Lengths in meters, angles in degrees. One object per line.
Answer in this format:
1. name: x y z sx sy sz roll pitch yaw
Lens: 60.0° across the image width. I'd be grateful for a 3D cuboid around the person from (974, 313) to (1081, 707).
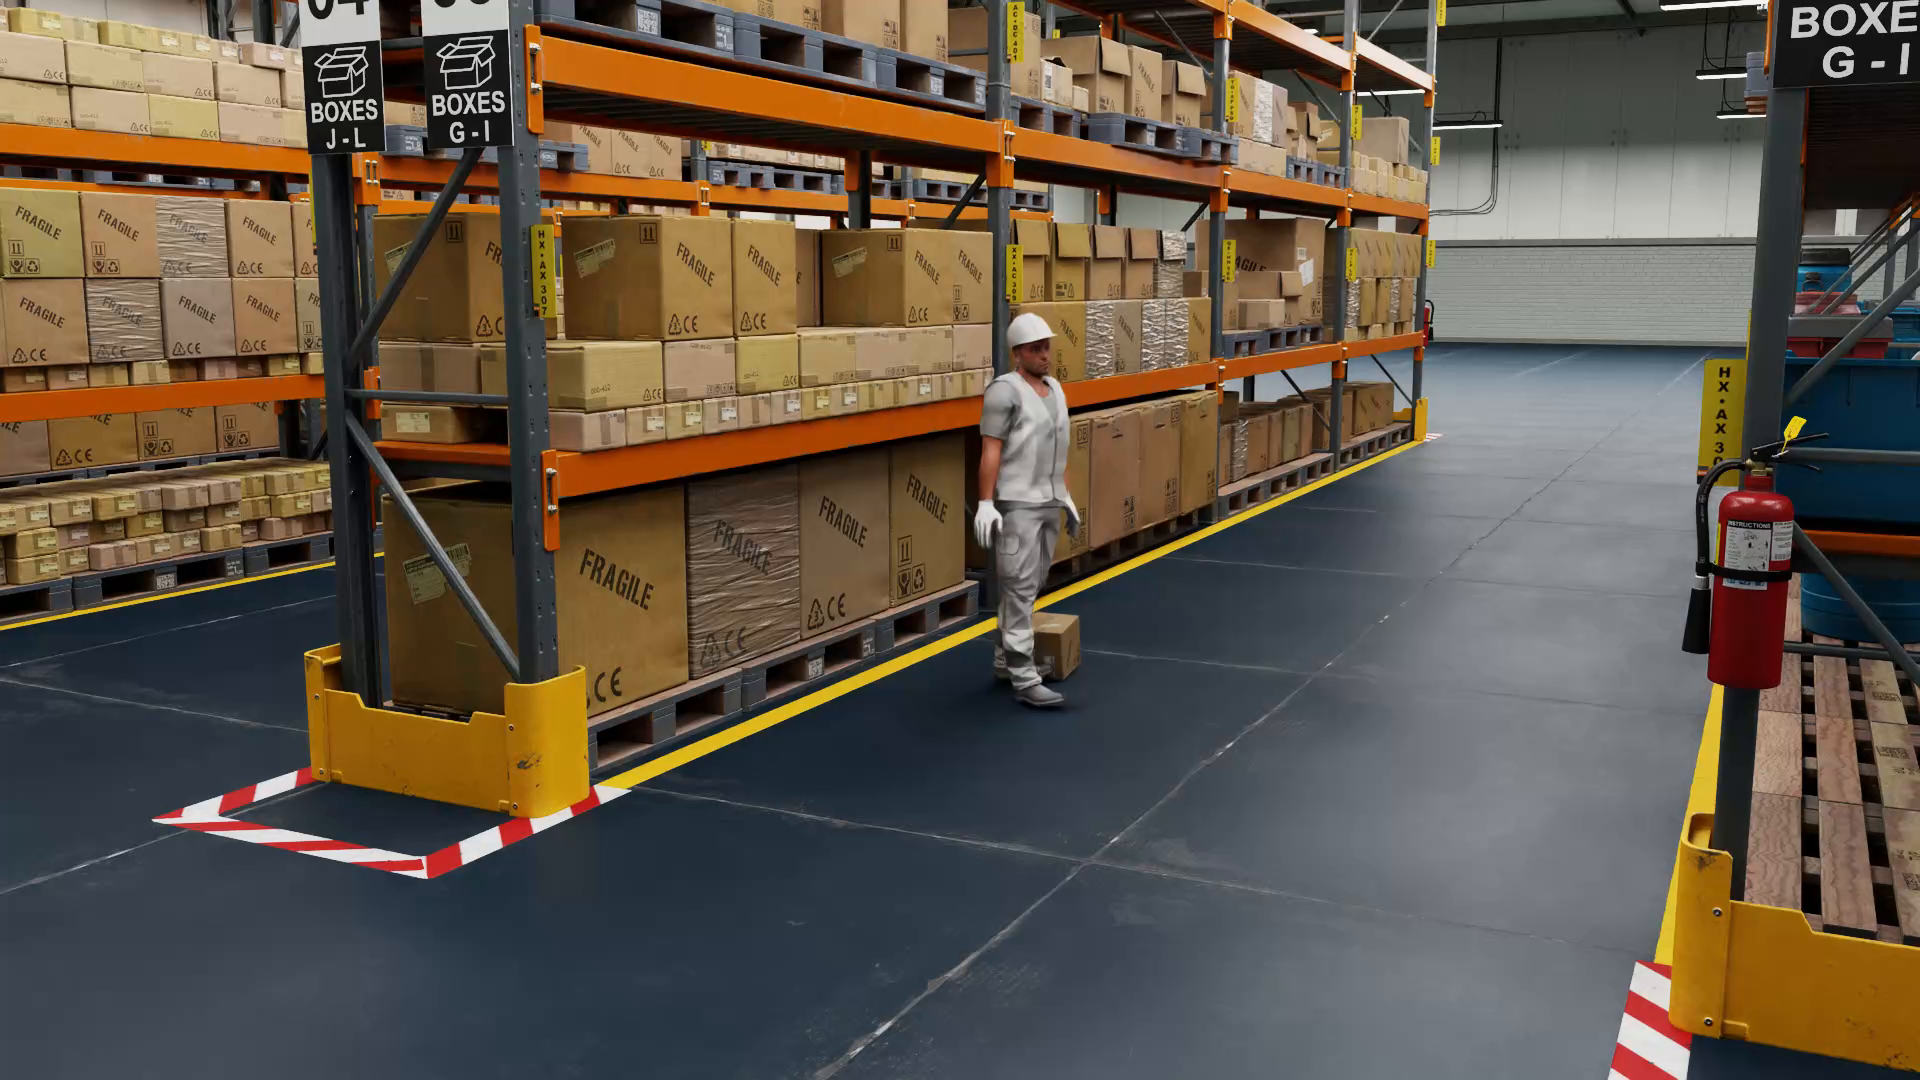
1. person: 0.314 -0.145 7.690 0.577 1.788 0.721 7 11 36
